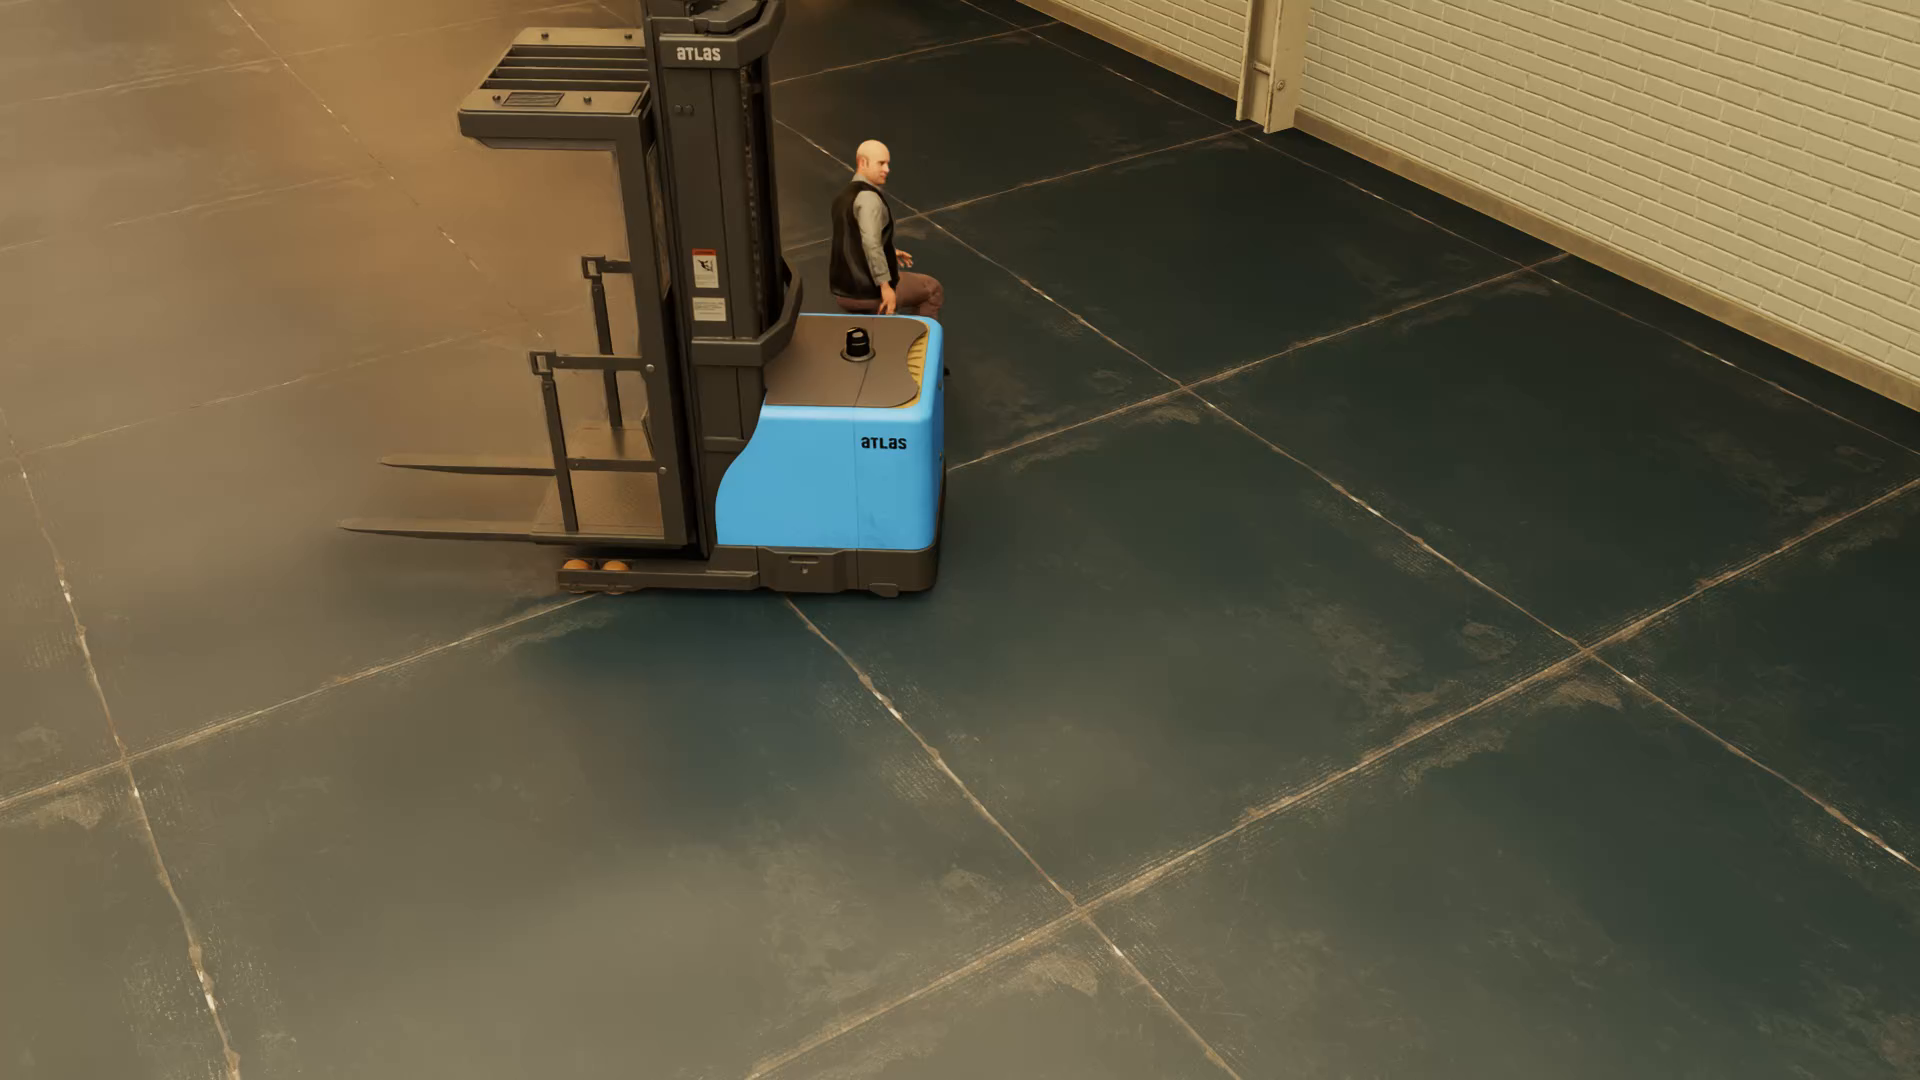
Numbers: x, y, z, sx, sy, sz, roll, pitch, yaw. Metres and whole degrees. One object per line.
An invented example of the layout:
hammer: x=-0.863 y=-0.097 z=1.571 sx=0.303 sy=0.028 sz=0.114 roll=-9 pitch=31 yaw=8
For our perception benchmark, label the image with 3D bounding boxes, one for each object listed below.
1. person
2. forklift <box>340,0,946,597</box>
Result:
person: x=-0.428 y=-1.552 z=9.634 sx=0.704 sy=1.507 sz=0.759 roll=-27 pitch=43 yaw=-33
forklift: x=-1.608 y=-1.229 z=7.896 sx=3.031 sy=2.935 sz=1.130 roll=2 pitch=35 yaw=2
